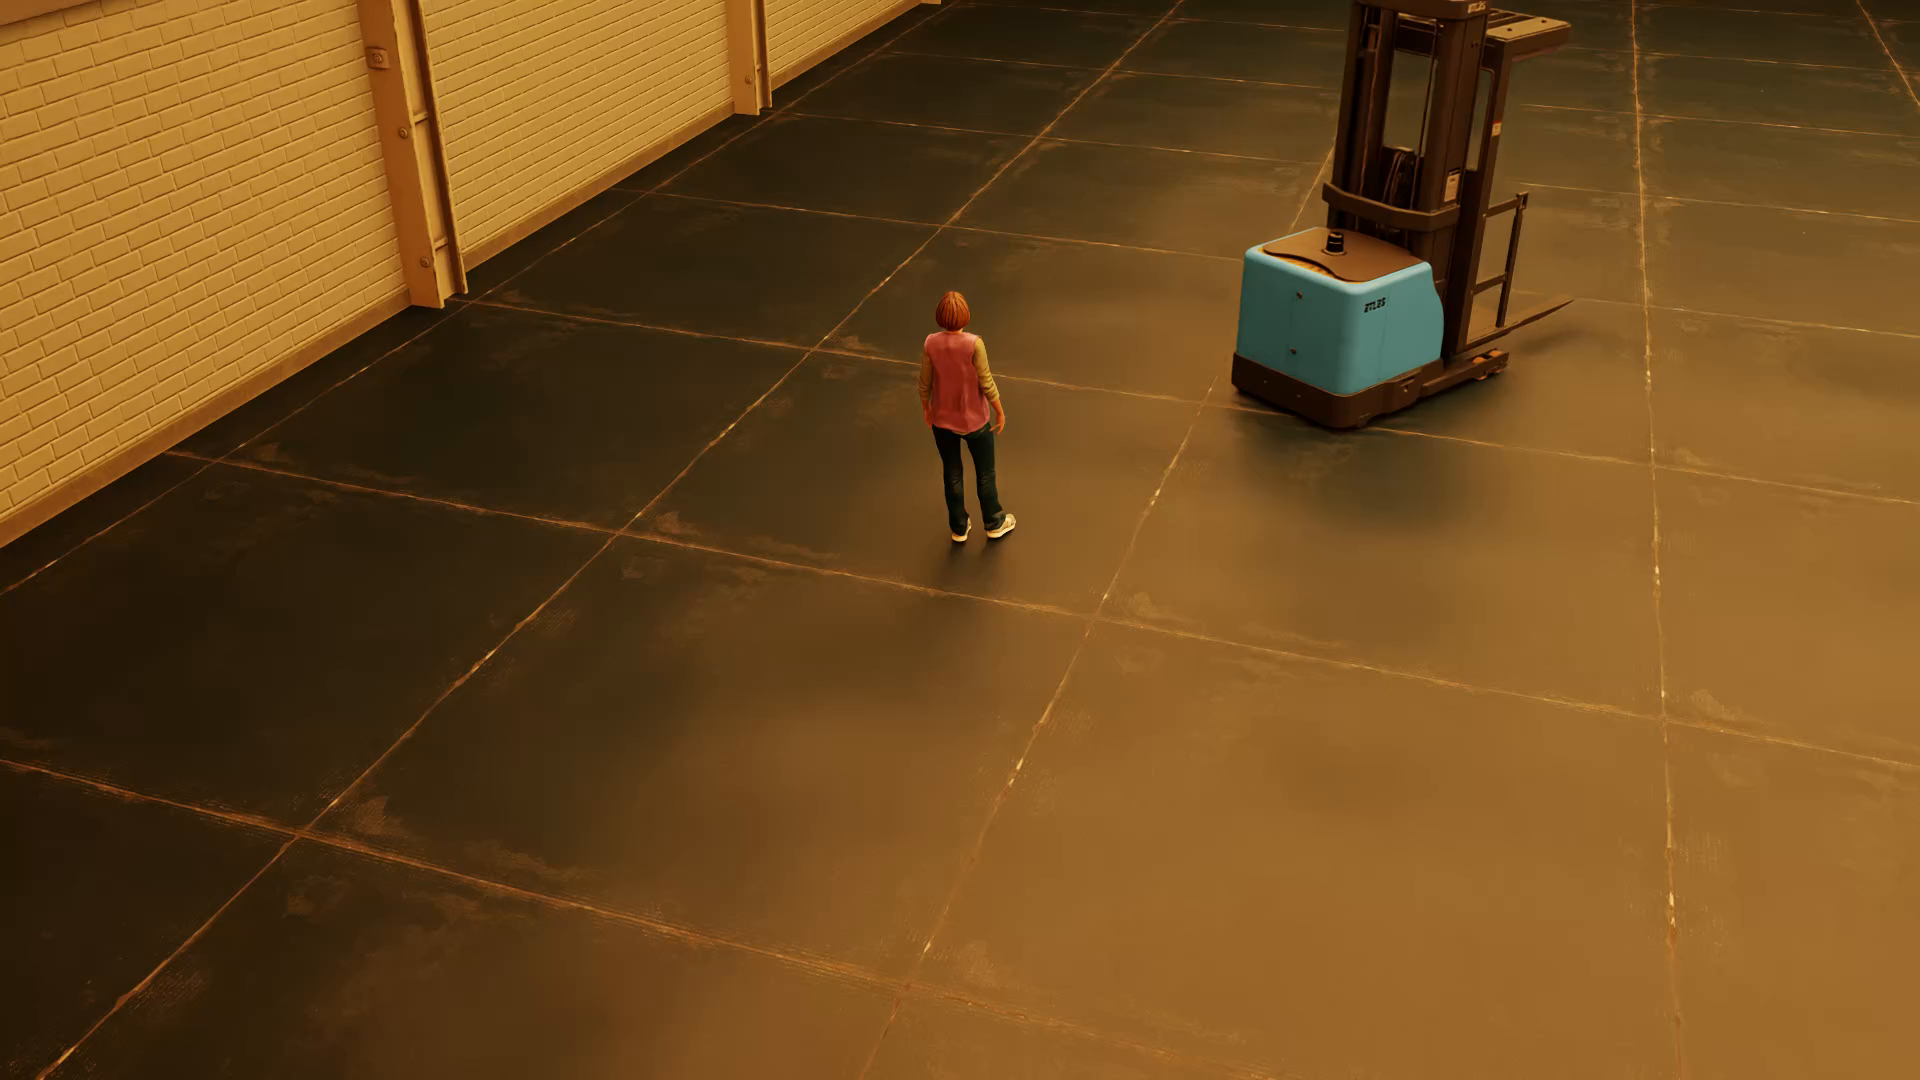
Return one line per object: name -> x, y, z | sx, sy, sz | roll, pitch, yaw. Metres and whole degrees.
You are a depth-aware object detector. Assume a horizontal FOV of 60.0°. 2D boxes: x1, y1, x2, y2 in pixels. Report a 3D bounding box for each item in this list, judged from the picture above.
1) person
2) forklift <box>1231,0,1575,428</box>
person -> 0.038, -0.733, 9.754 | 0.520, 1.599, 0.473 | 10, 31, 16
forklift -> 3.408, -2.621, 11.735 | 3.031, 2.935, 1.130 | -22, 36, -33
